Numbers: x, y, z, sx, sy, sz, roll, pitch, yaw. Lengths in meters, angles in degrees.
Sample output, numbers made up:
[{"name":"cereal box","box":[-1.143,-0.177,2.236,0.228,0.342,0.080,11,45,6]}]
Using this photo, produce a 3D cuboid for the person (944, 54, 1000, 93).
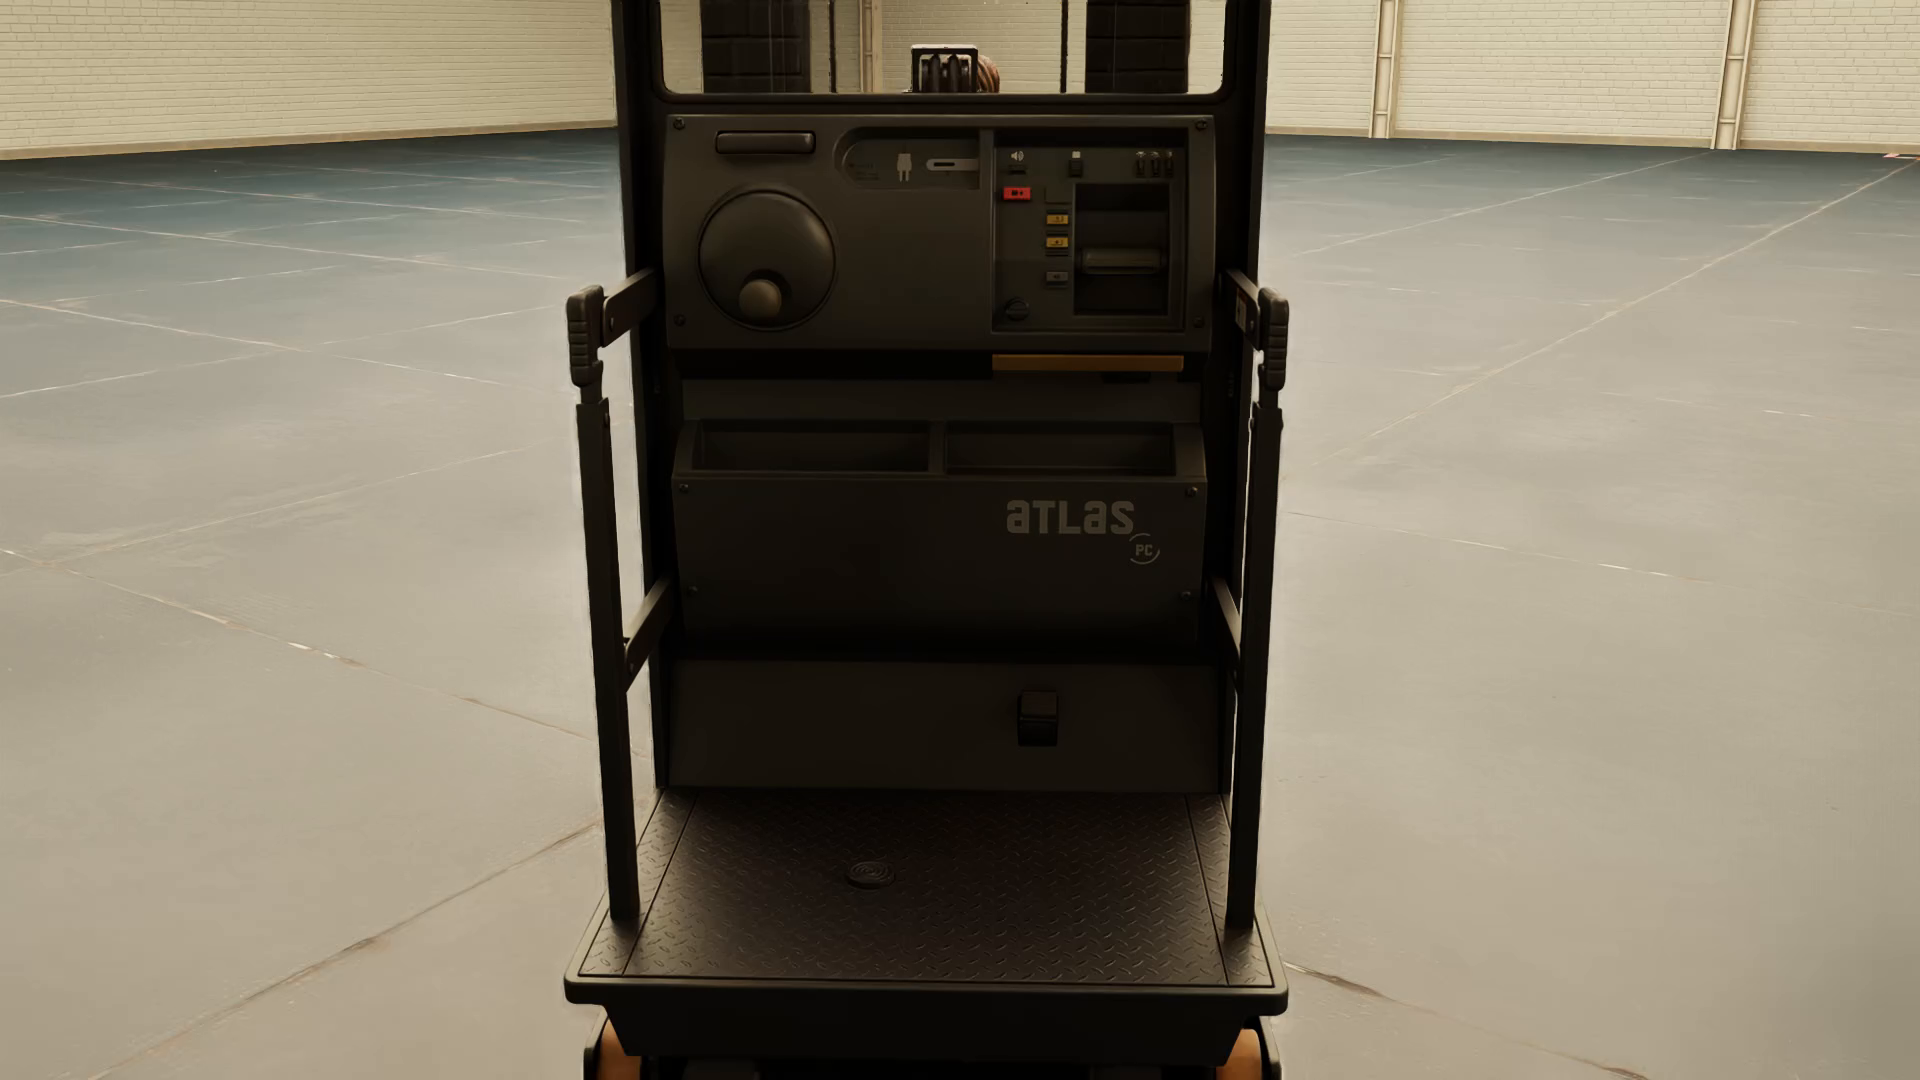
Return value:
[{"name":"person","box":[-0.054,-0.824,5.755,0.549,1.675,0.555,11,20,33]}]

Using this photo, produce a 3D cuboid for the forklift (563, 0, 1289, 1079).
[{"name":"forklift","box":[-0.040,-0.531,2.609,1.130,2.935,3.031,0,17,2]}]
